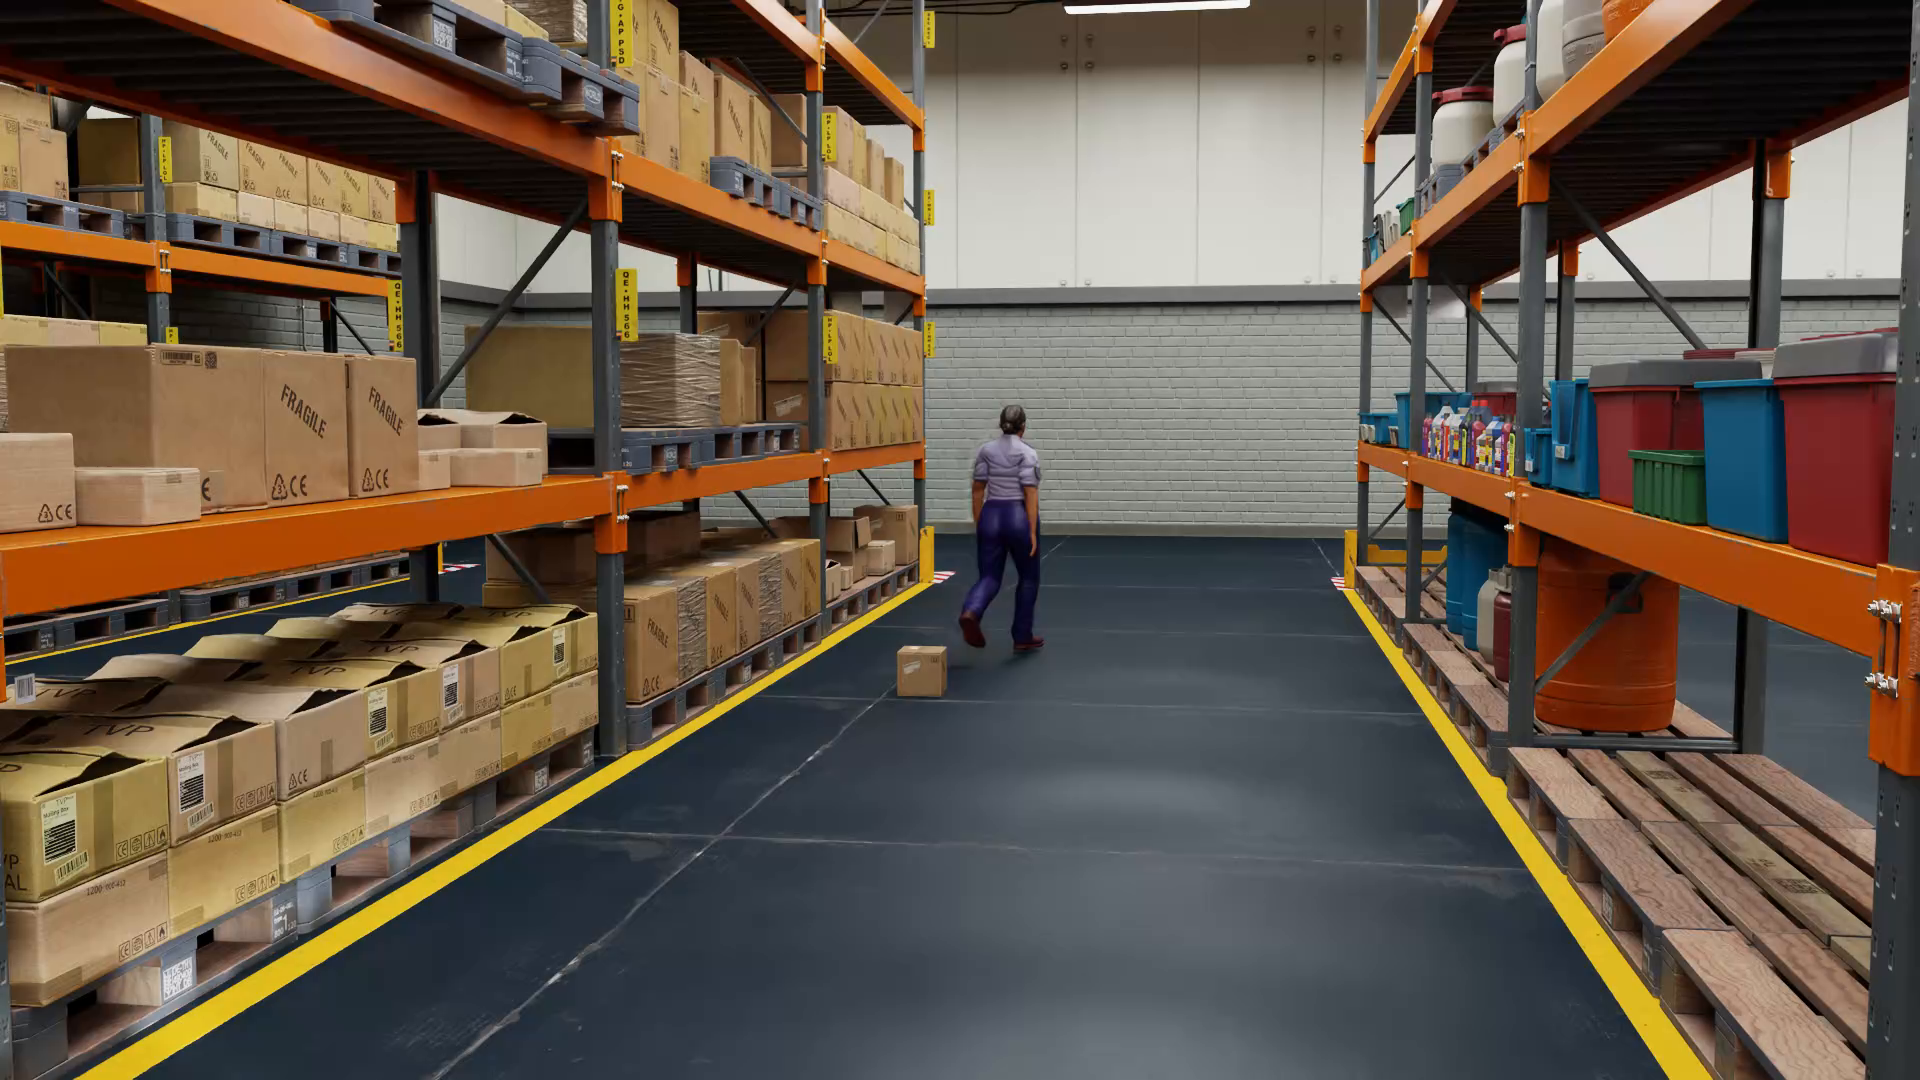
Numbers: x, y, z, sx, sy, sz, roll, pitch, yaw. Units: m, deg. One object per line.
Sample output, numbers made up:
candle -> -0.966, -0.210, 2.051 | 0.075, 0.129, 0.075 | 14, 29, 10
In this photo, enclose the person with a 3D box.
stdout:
person -> 0.277, -0.076, 10.801 | 0.488, 1.610, 0.800 | 2, 5, 27
